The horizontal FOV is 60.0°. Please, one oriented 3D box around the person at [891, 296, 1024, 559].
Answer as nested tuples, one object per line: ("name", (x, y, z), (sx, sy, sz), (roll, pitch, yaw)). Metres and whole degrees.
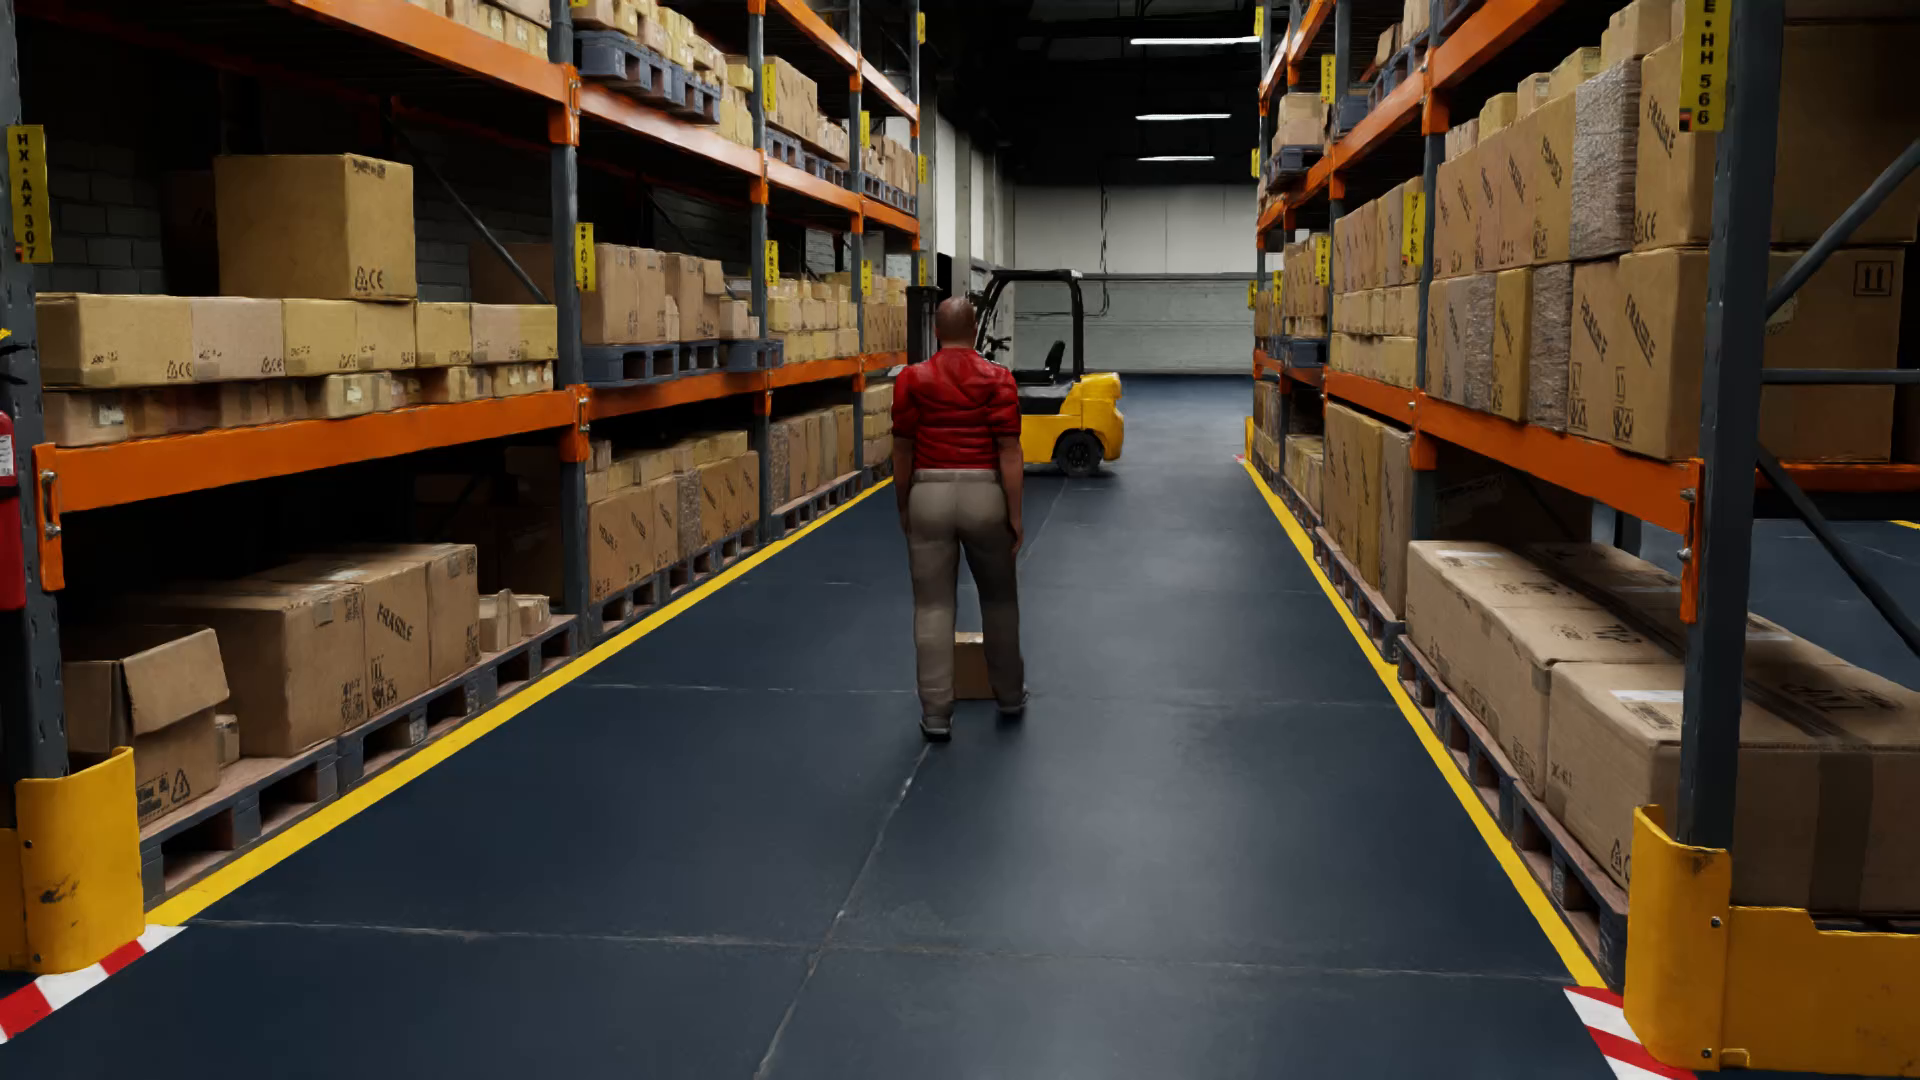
("person", (-0.007, -0.447, 6.606), (0.528, 1.031, 0.342), (0, 8, 3))
